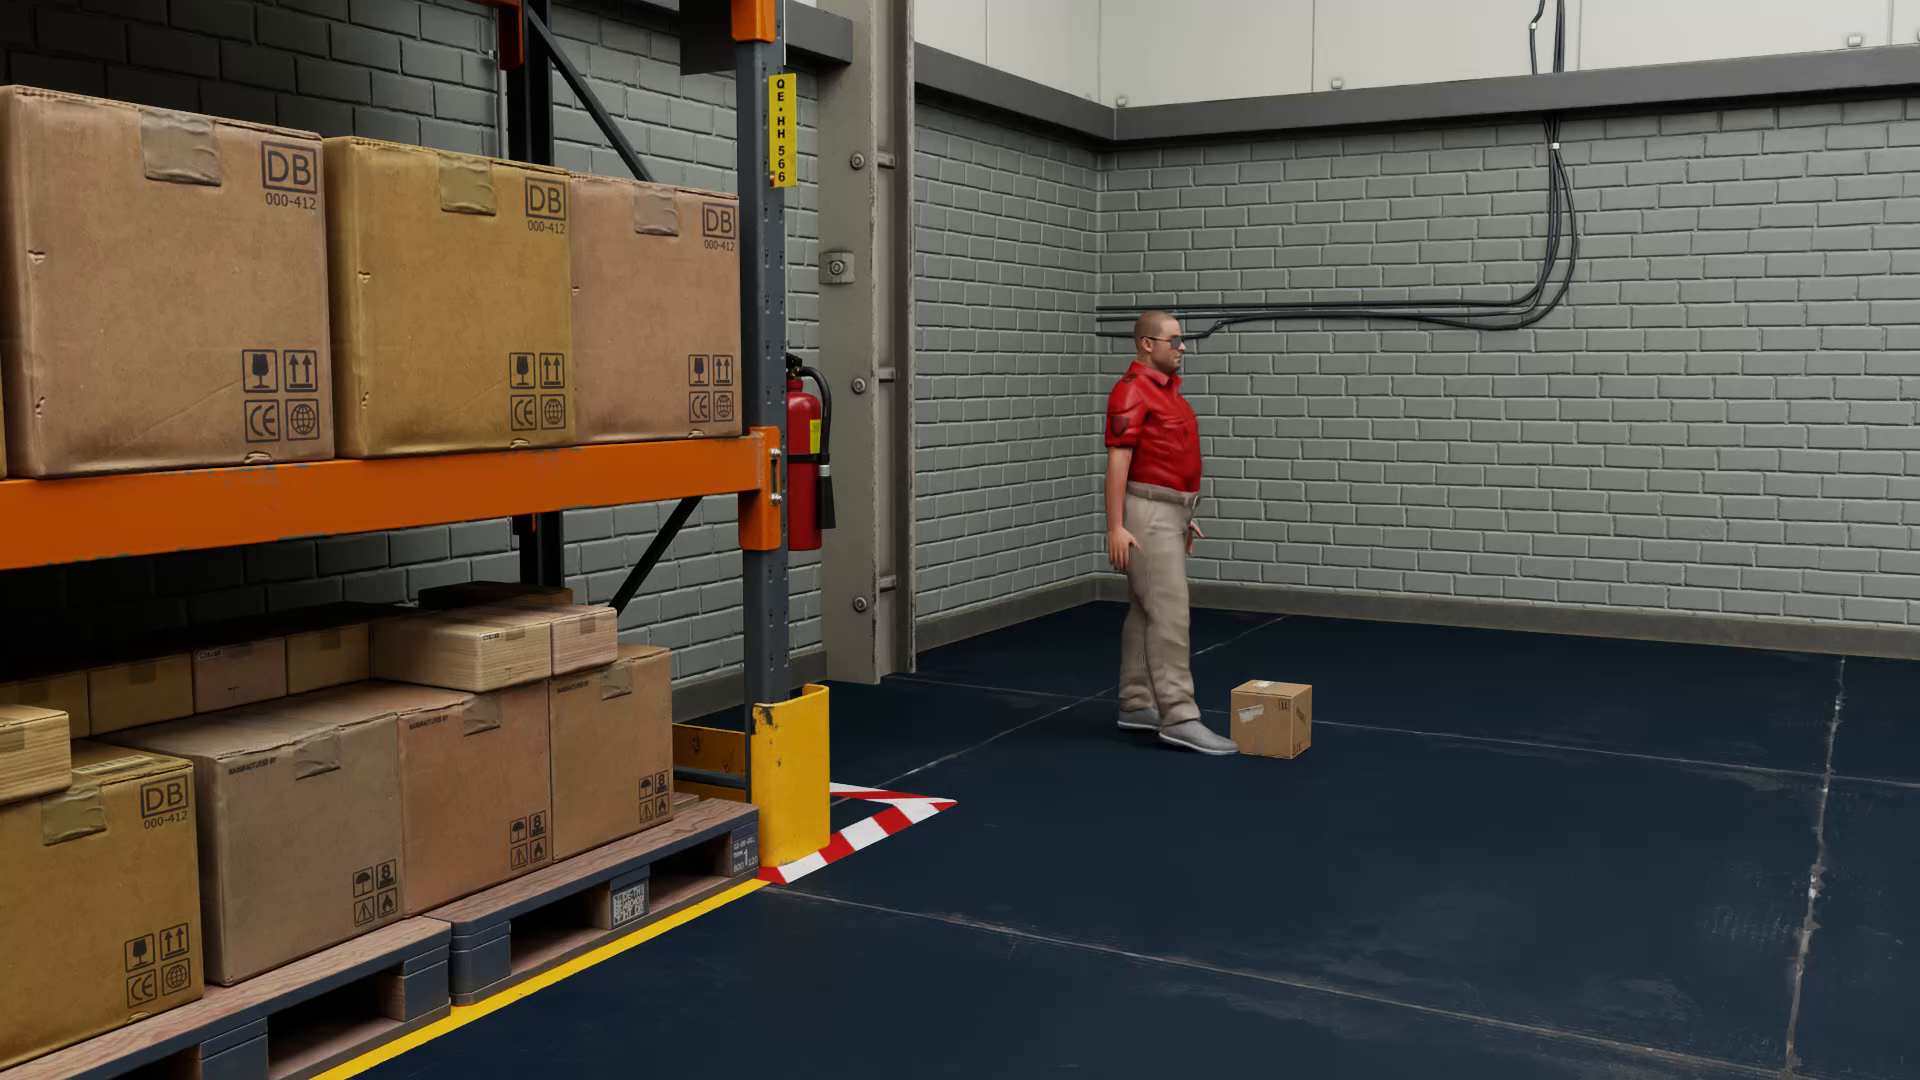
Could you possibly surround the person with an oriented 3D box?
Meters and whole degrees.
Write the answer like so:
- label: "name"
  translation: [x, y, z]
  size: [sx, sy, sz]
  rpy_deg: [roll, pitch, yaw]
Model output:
- label: "person"
  translation: [0.902, -0.051, 6.720]
  size: [0.572, 1.739, 0.559]
  rpy_deg: [2, 6, 20]
